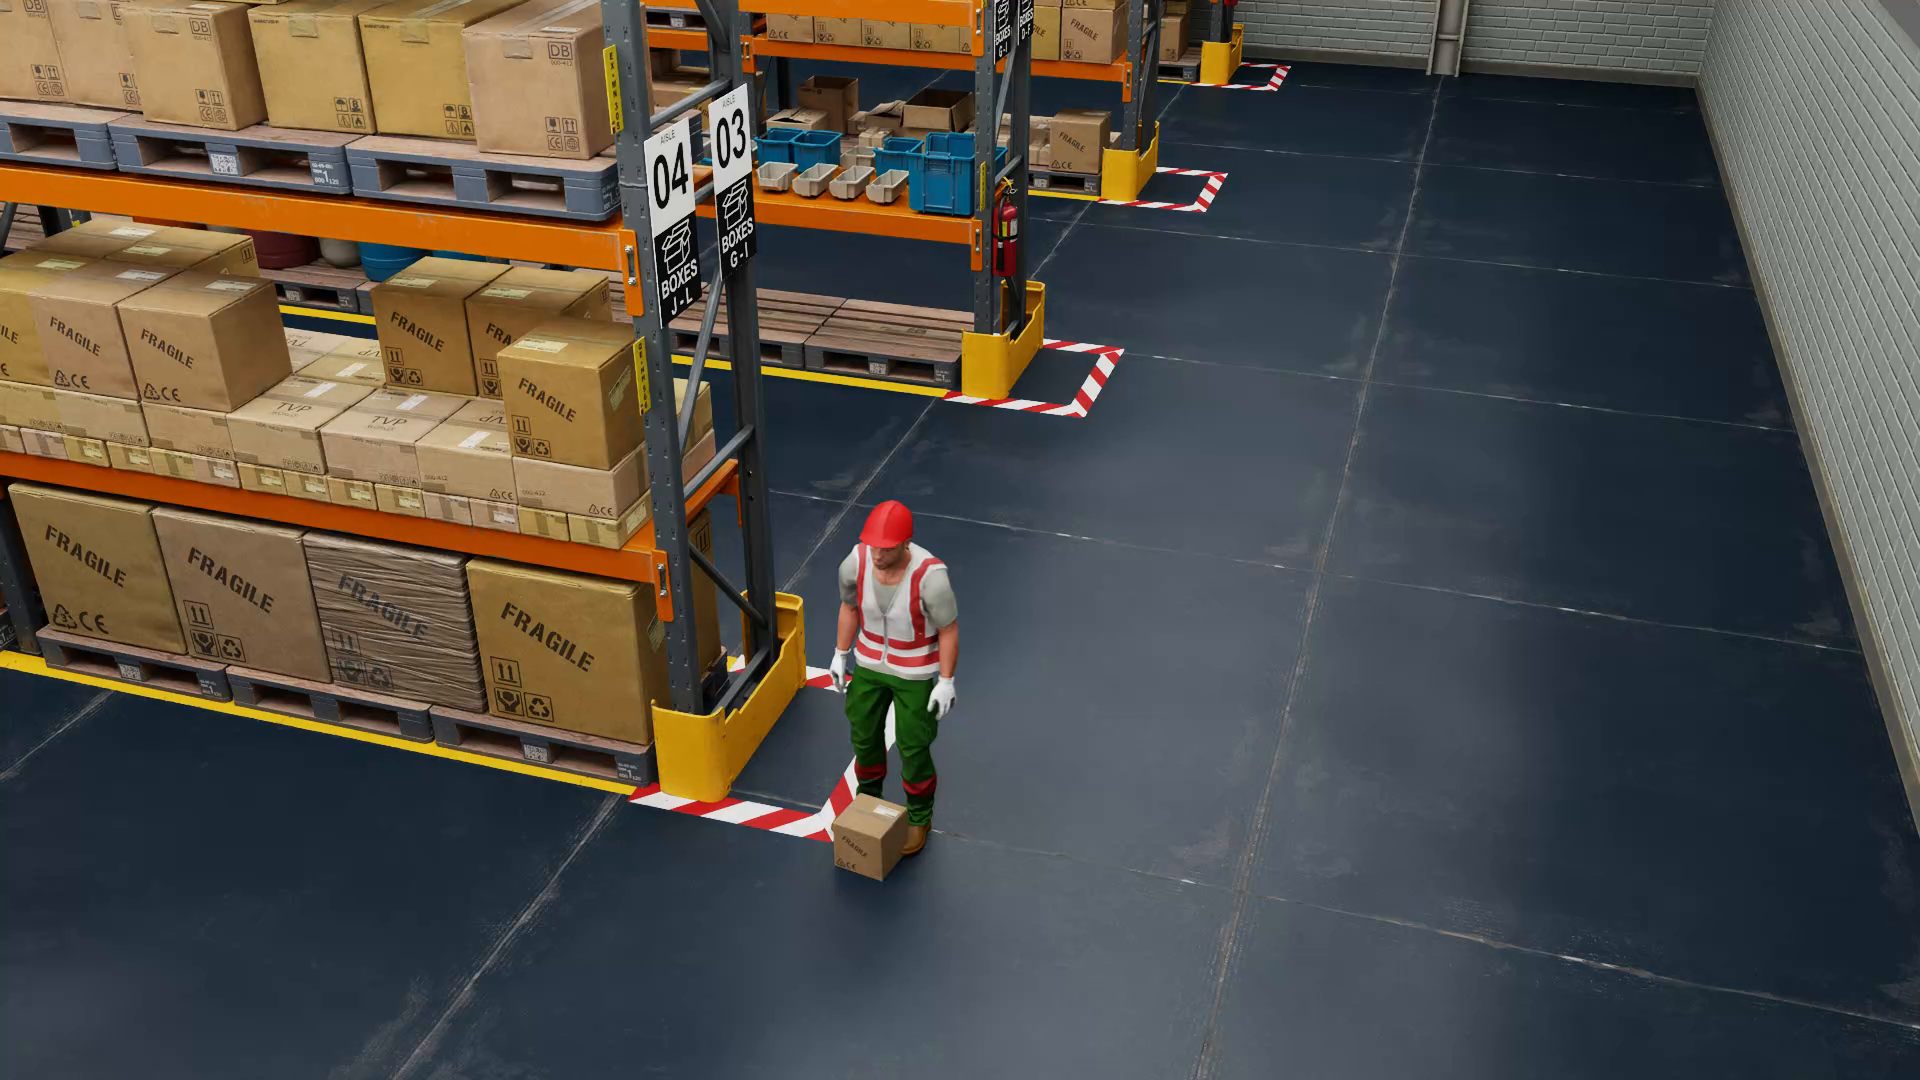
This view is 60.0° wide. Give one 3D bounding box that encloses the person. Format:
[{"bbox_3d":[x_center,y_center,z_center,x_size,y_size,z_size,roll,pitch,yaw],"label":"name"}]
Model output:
[{"bbox_3d":[-0.298,0.594,7.422,0.615,1.778,0.453,13,31,22],"label":"person"}]
